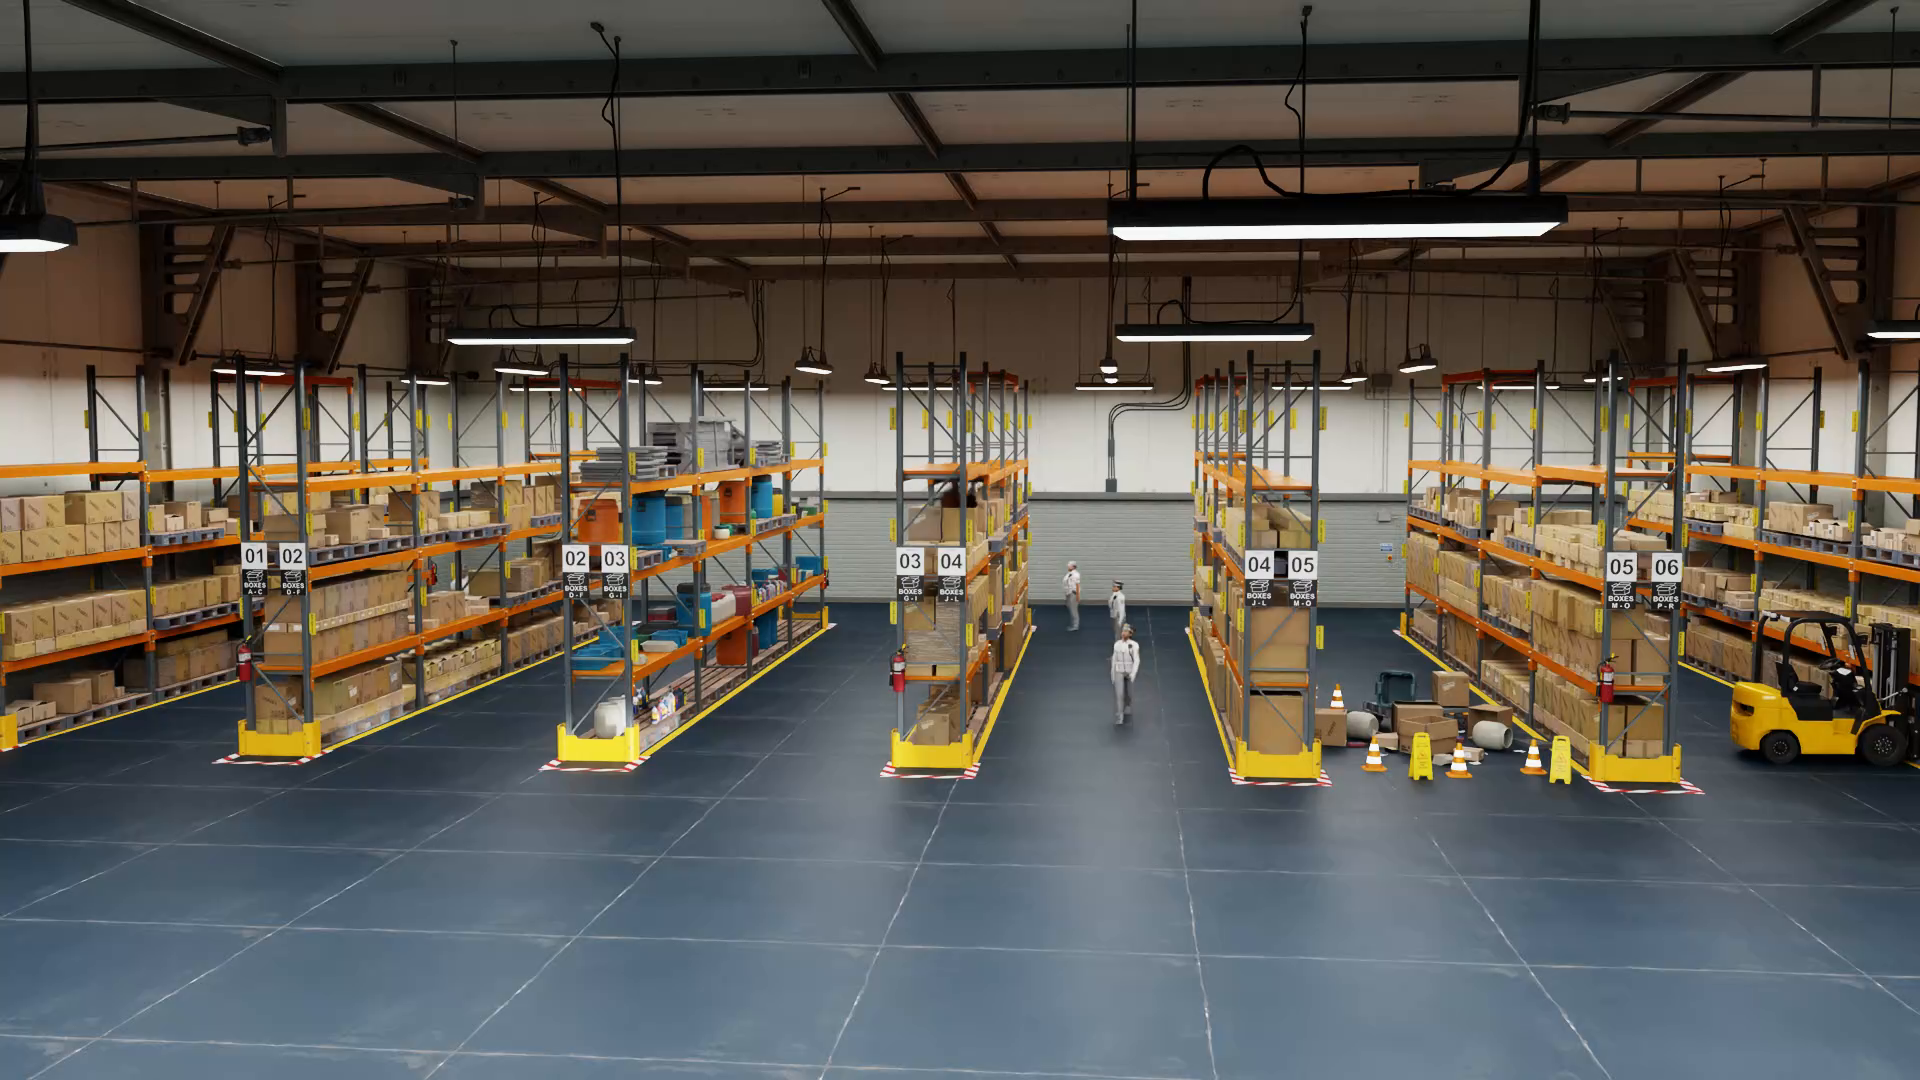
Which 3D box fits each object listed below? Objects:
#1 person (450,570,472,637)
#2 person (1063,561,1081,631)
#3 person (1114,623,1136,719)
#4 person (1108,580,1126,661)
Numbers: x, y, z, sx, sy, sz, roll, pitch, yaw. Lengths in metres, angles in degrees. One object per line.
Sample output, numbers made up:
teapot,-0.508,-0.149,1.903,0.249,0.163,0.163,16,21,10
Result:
person,-11.371,1.420,38.199,0.657,1.626,0.826,0,4,4
person,2.686,1.333,39.990,0.385,1.673,0.549,-2,4,-21
person,2.756,2.173,27.843,0.387,1.582,0.765,0,4,-1
person,3.286,1.674,34.923,0.356,1.687,0.555,-1,4,-14
